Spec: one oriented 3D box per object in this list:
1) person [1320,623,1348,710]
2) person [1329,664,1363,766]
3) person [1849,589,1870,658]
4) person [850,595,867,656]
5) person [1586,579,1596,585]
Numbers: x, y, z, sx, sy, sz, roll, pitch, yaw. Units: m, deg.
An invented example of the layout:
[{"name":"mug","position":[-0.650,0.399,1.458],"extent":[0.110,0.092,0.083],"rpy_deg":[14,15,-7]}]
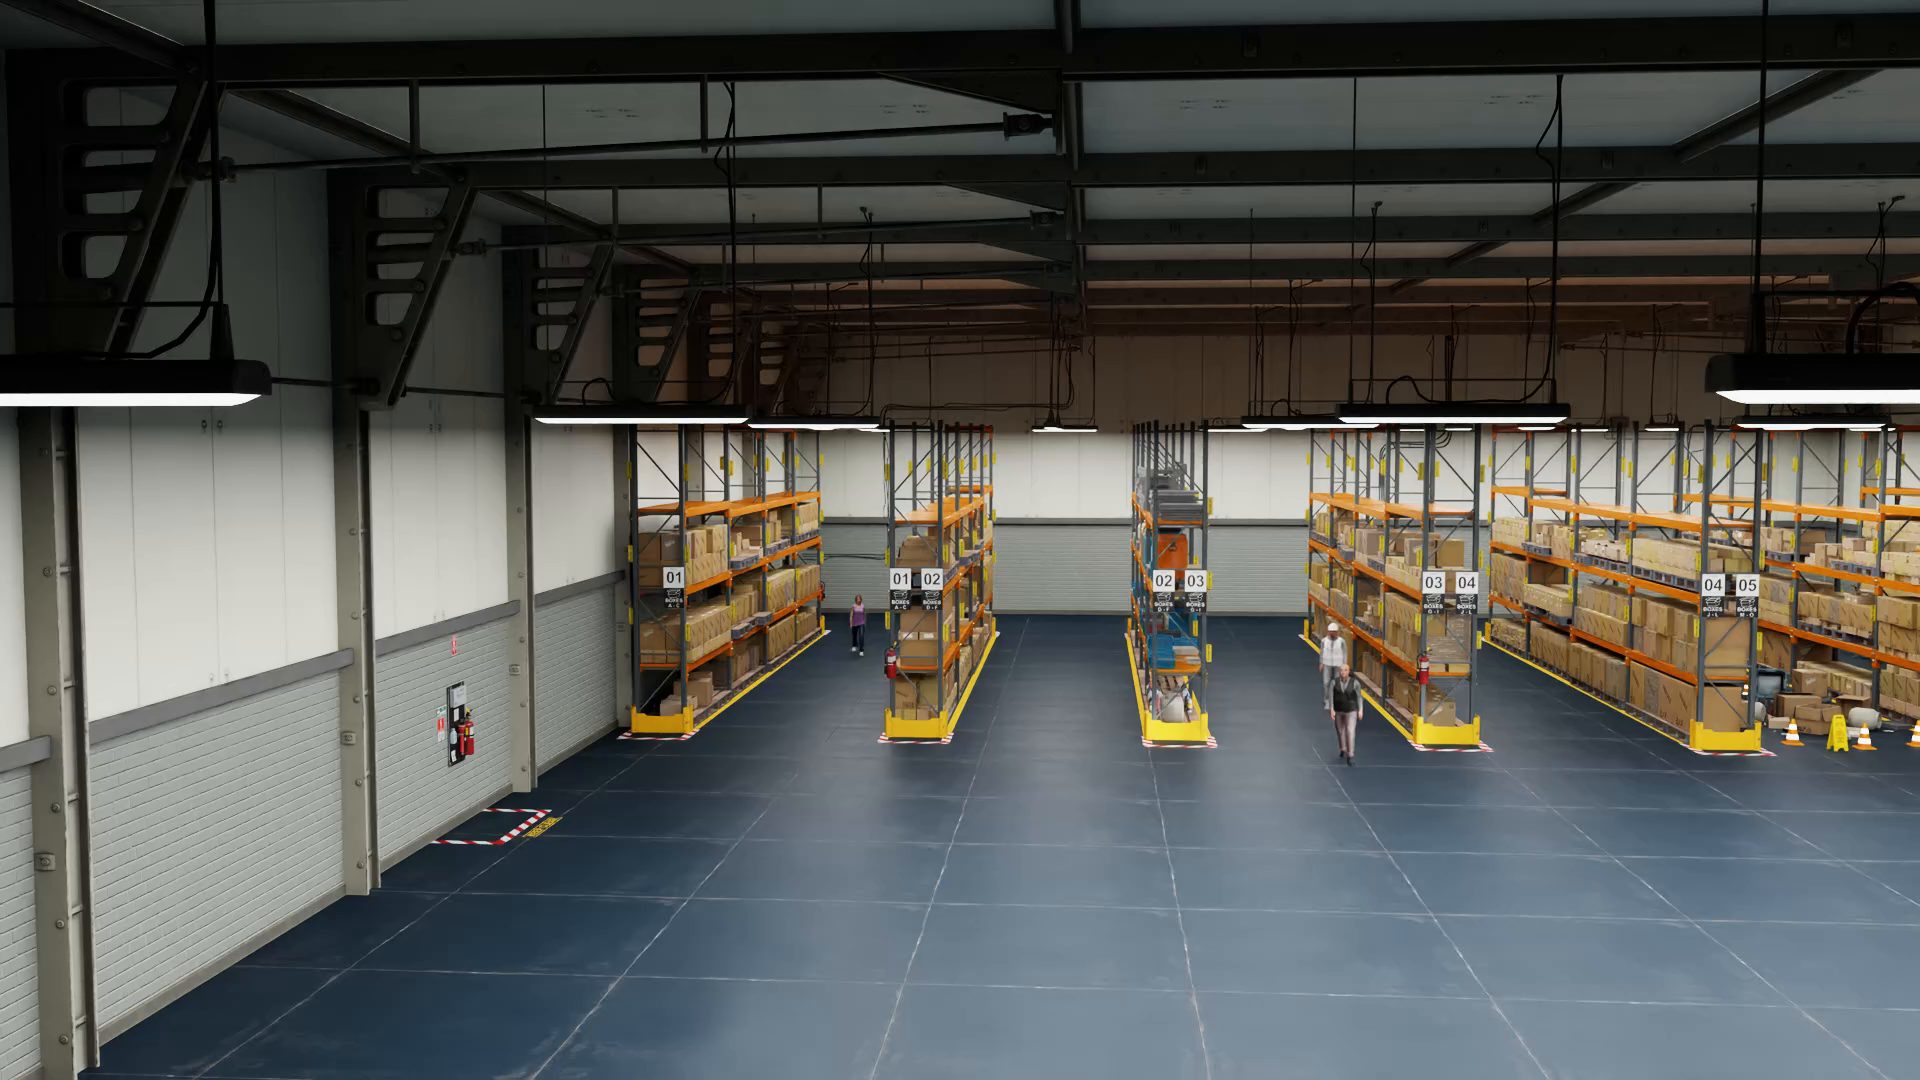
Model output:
[{"name":"person","position":[7.832,2.639,34.888],"extent":[0.591,1.799,0.632],"rpy_deg":[1,4,21]},{"name":"person","position":[6.726,3.018,29.100],"extent":[0.566,1.685,0.903],"rpy_deg":[2,4,26]},{"name":"person","position":[23.226,2.158,42.631],"extent":[0.543,1.787,0.563],"rpy_deg":[-2,4,-24]},{"name":"person","position":[-2.645,2.195,43.191],"extent":[0.435,1.545,0.934],"rpy_deg":[0,4,-3]},{"name":"person","position":[17.916,1.904,47.149],"extent":[0.970,1.627,0.452],"rpy_deg":[0,4,4]}]
